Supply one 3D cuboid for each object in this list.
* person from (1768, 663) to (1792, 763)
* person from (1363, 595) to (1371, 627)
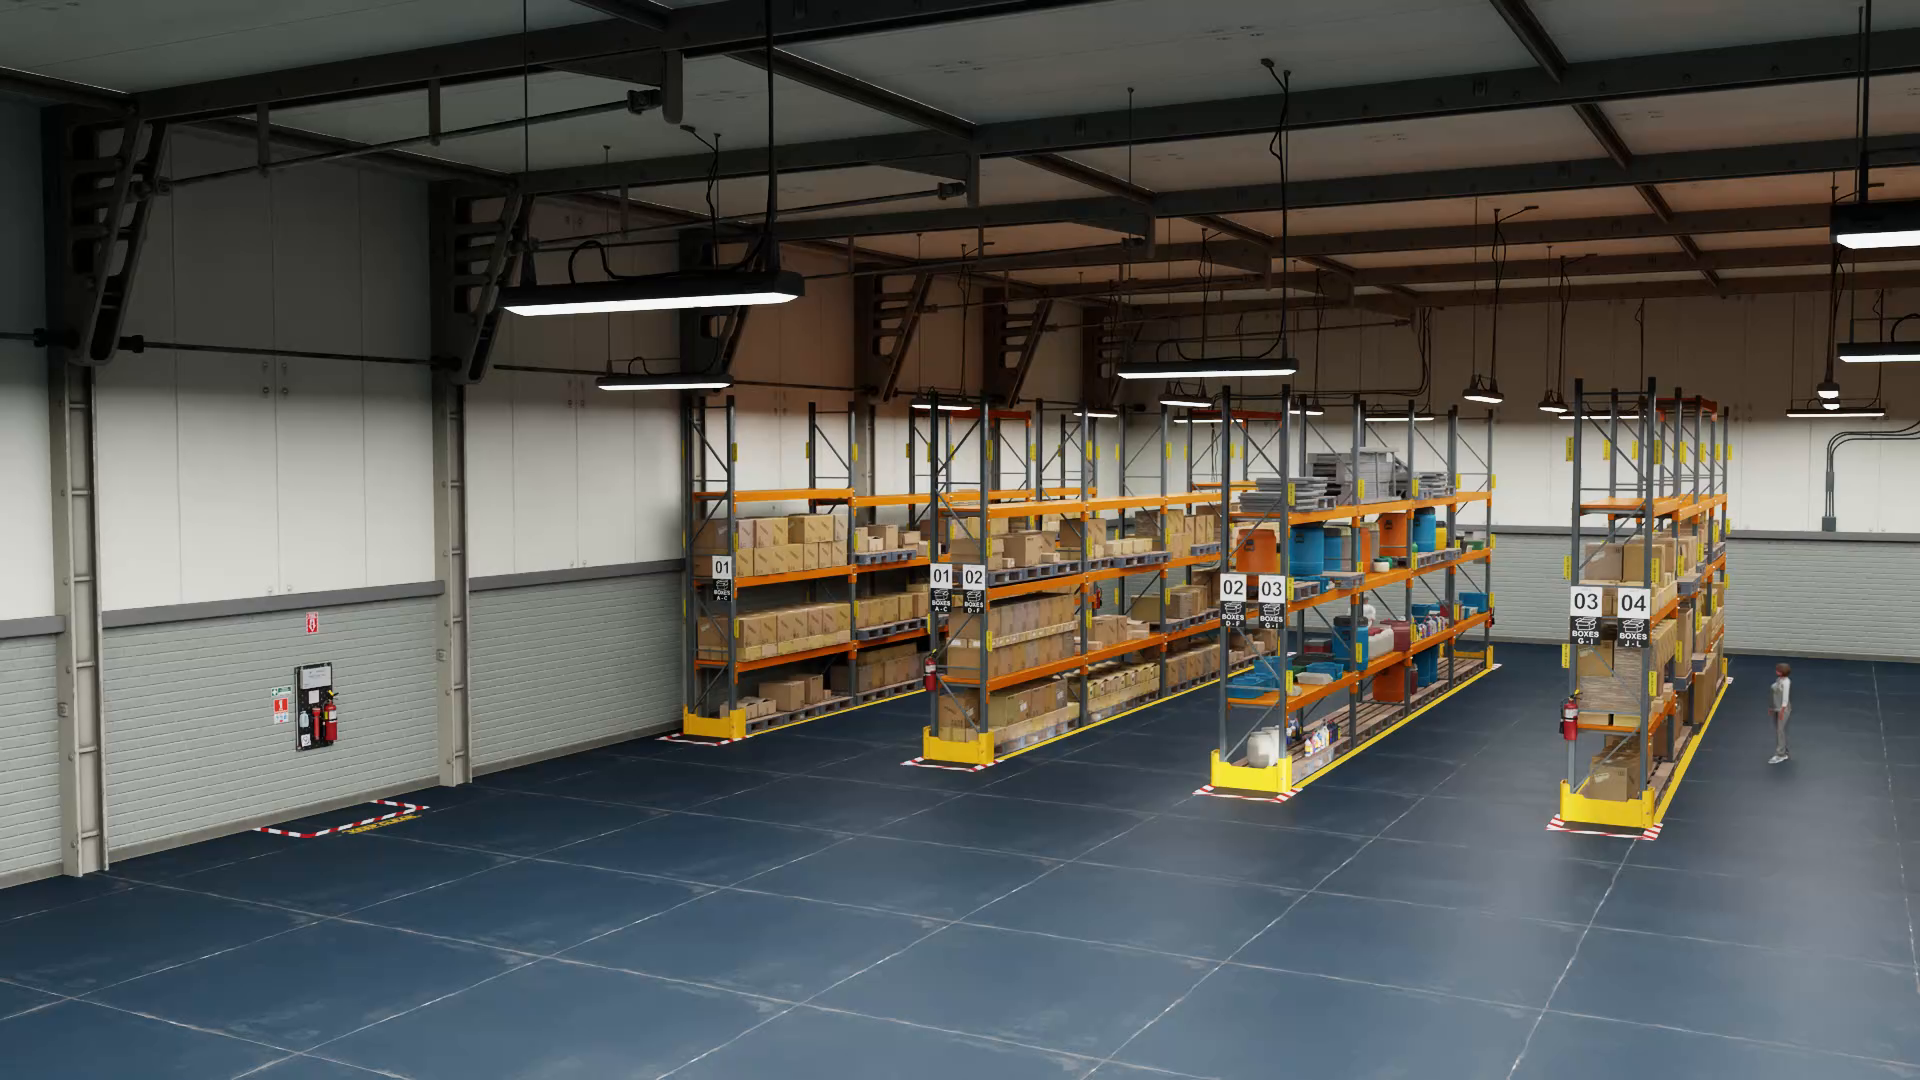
[{"bbox_3d":[13.284,2.795,26.955,0.487,1.619,0.428,0,3,-7],"label":"person"},{"bbox_3d":[9.184,2.114,38.073,0.430,1.766,0.547,2,4,39],"label":"person"}]
